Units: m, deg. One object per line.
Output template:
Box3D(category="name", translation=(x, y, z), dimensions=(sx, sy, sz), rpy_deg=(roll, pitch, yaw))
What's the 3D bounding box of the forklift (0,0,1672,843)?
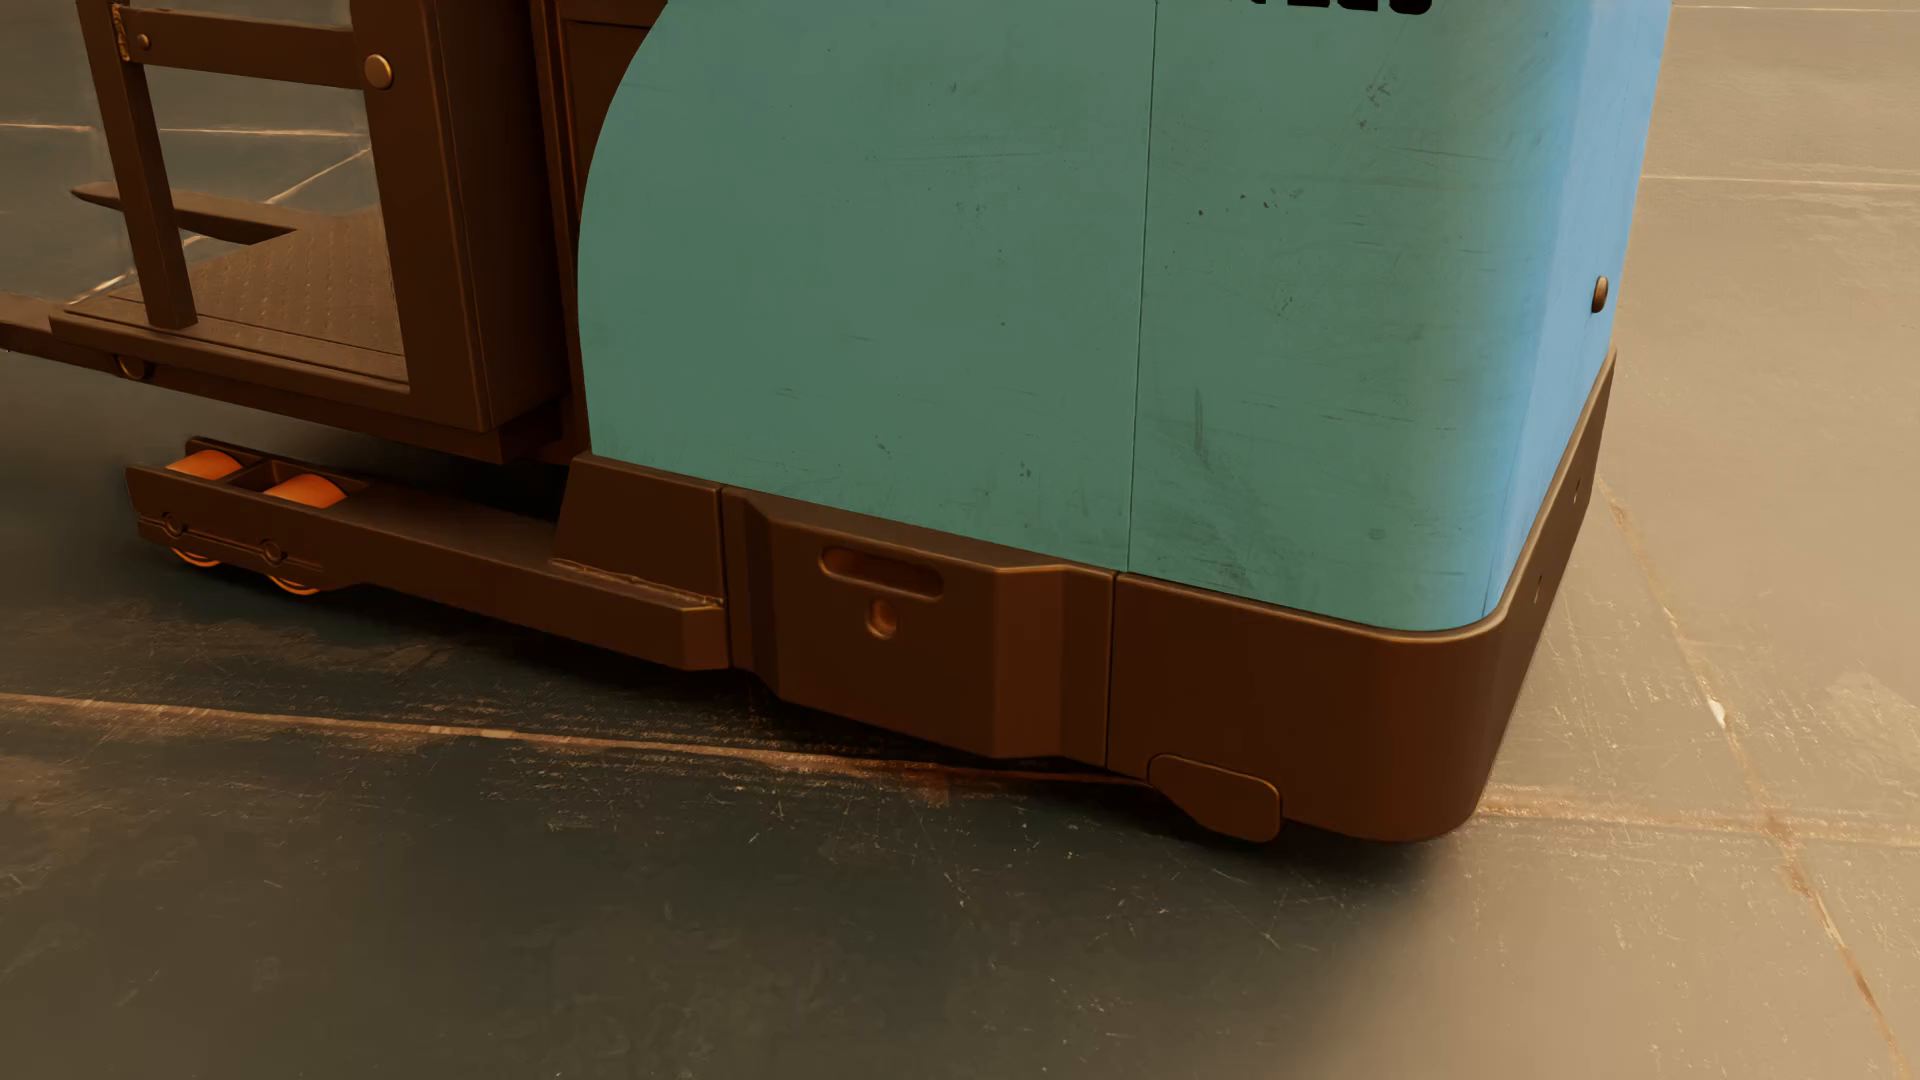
Box3D(category="forklift", translation=(-0.623, -1.430, 2.083), dimensions=(3.031, 2.935, 1.130), rpy_deg=(13, 29, 24))
